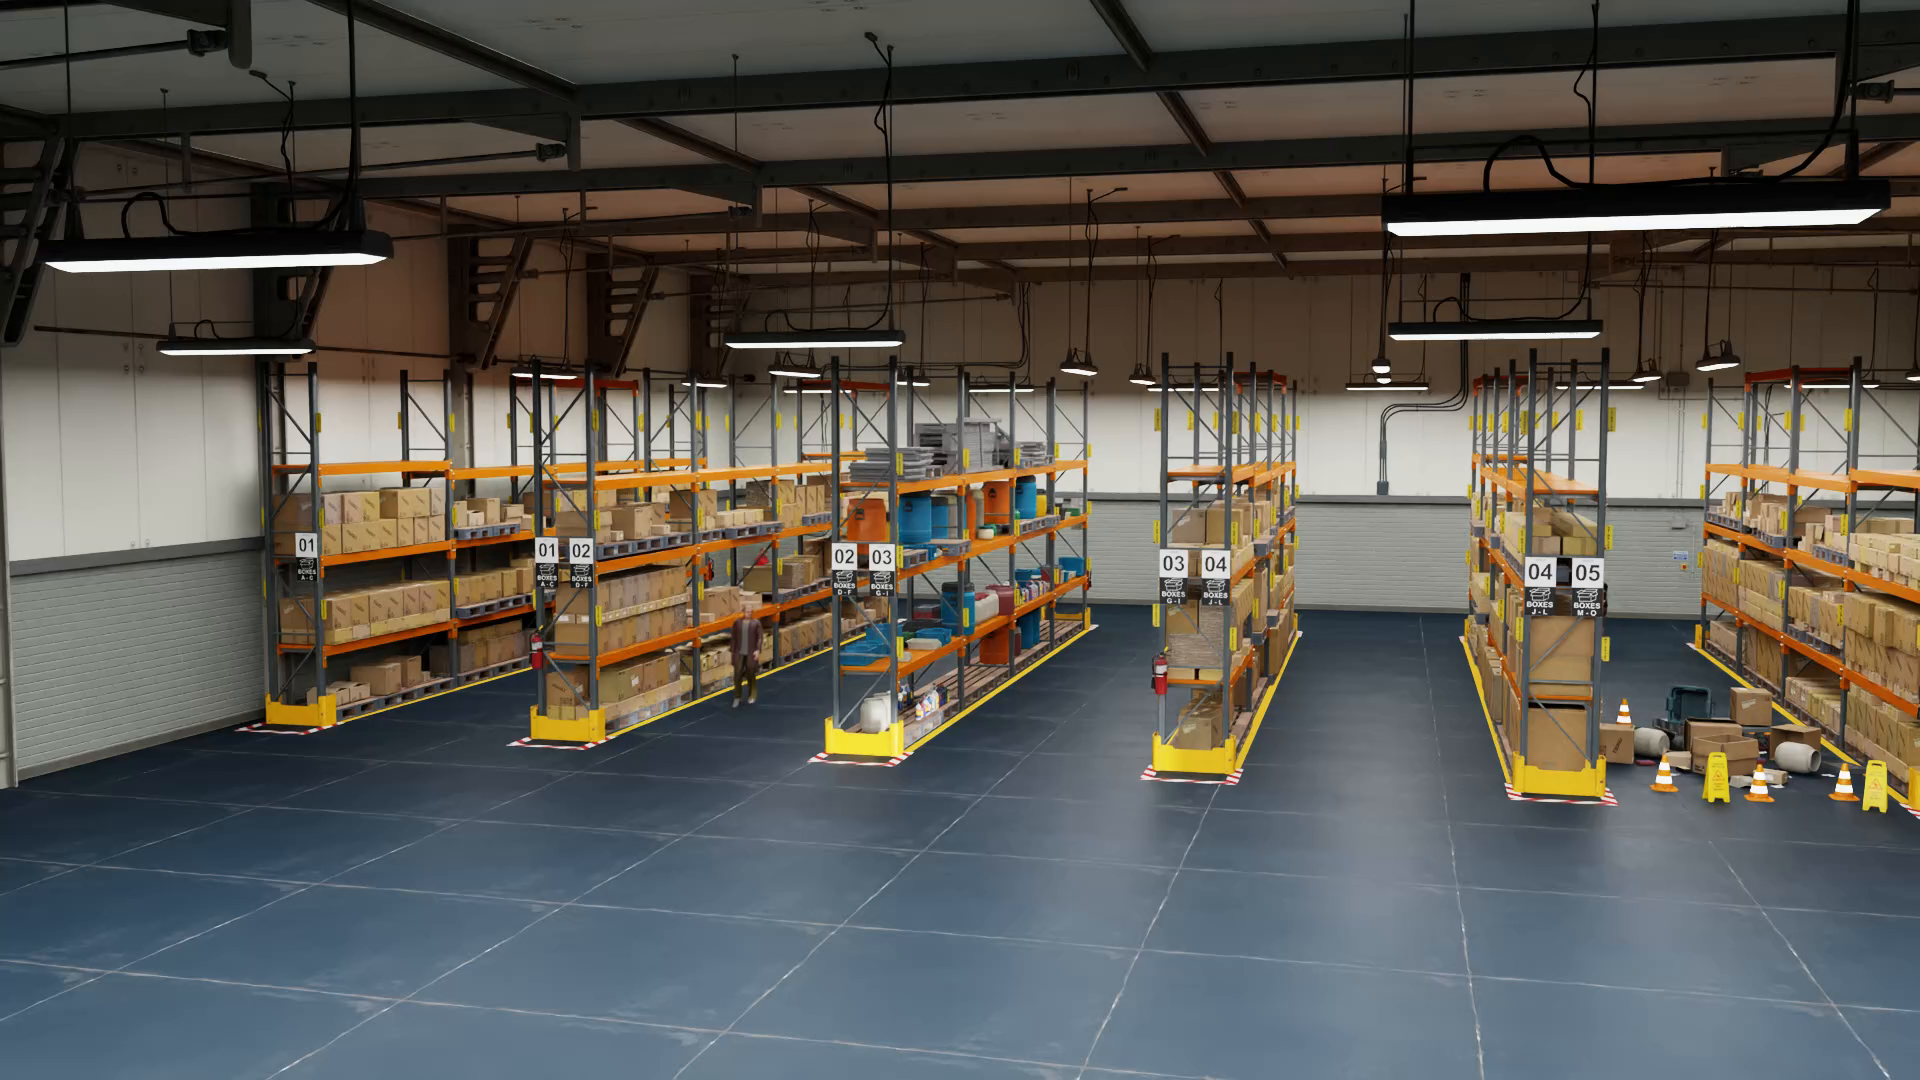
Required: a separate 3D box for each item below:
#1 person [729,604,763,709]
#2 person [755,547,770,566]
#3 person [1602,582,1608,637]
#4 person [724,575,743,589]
[{"bbox_3d":[-3.821,2.059,29.488,0.620,1.794,0.779,0,4,2],"label":"person"},{"bbox_3d":[-5.226,1.044,43.836,0.474,1.728,0.567,1,4,9],"label":"person"},{"bbox_3d":[14.137,1.551,36.874,0.565,1.728,0.423,-3,5,-36],"label":"person"},{"bbox_3d":[-5.193,1.504,38.593,0.539,1.576,0.701,2,4,23],"label":"person"}]
